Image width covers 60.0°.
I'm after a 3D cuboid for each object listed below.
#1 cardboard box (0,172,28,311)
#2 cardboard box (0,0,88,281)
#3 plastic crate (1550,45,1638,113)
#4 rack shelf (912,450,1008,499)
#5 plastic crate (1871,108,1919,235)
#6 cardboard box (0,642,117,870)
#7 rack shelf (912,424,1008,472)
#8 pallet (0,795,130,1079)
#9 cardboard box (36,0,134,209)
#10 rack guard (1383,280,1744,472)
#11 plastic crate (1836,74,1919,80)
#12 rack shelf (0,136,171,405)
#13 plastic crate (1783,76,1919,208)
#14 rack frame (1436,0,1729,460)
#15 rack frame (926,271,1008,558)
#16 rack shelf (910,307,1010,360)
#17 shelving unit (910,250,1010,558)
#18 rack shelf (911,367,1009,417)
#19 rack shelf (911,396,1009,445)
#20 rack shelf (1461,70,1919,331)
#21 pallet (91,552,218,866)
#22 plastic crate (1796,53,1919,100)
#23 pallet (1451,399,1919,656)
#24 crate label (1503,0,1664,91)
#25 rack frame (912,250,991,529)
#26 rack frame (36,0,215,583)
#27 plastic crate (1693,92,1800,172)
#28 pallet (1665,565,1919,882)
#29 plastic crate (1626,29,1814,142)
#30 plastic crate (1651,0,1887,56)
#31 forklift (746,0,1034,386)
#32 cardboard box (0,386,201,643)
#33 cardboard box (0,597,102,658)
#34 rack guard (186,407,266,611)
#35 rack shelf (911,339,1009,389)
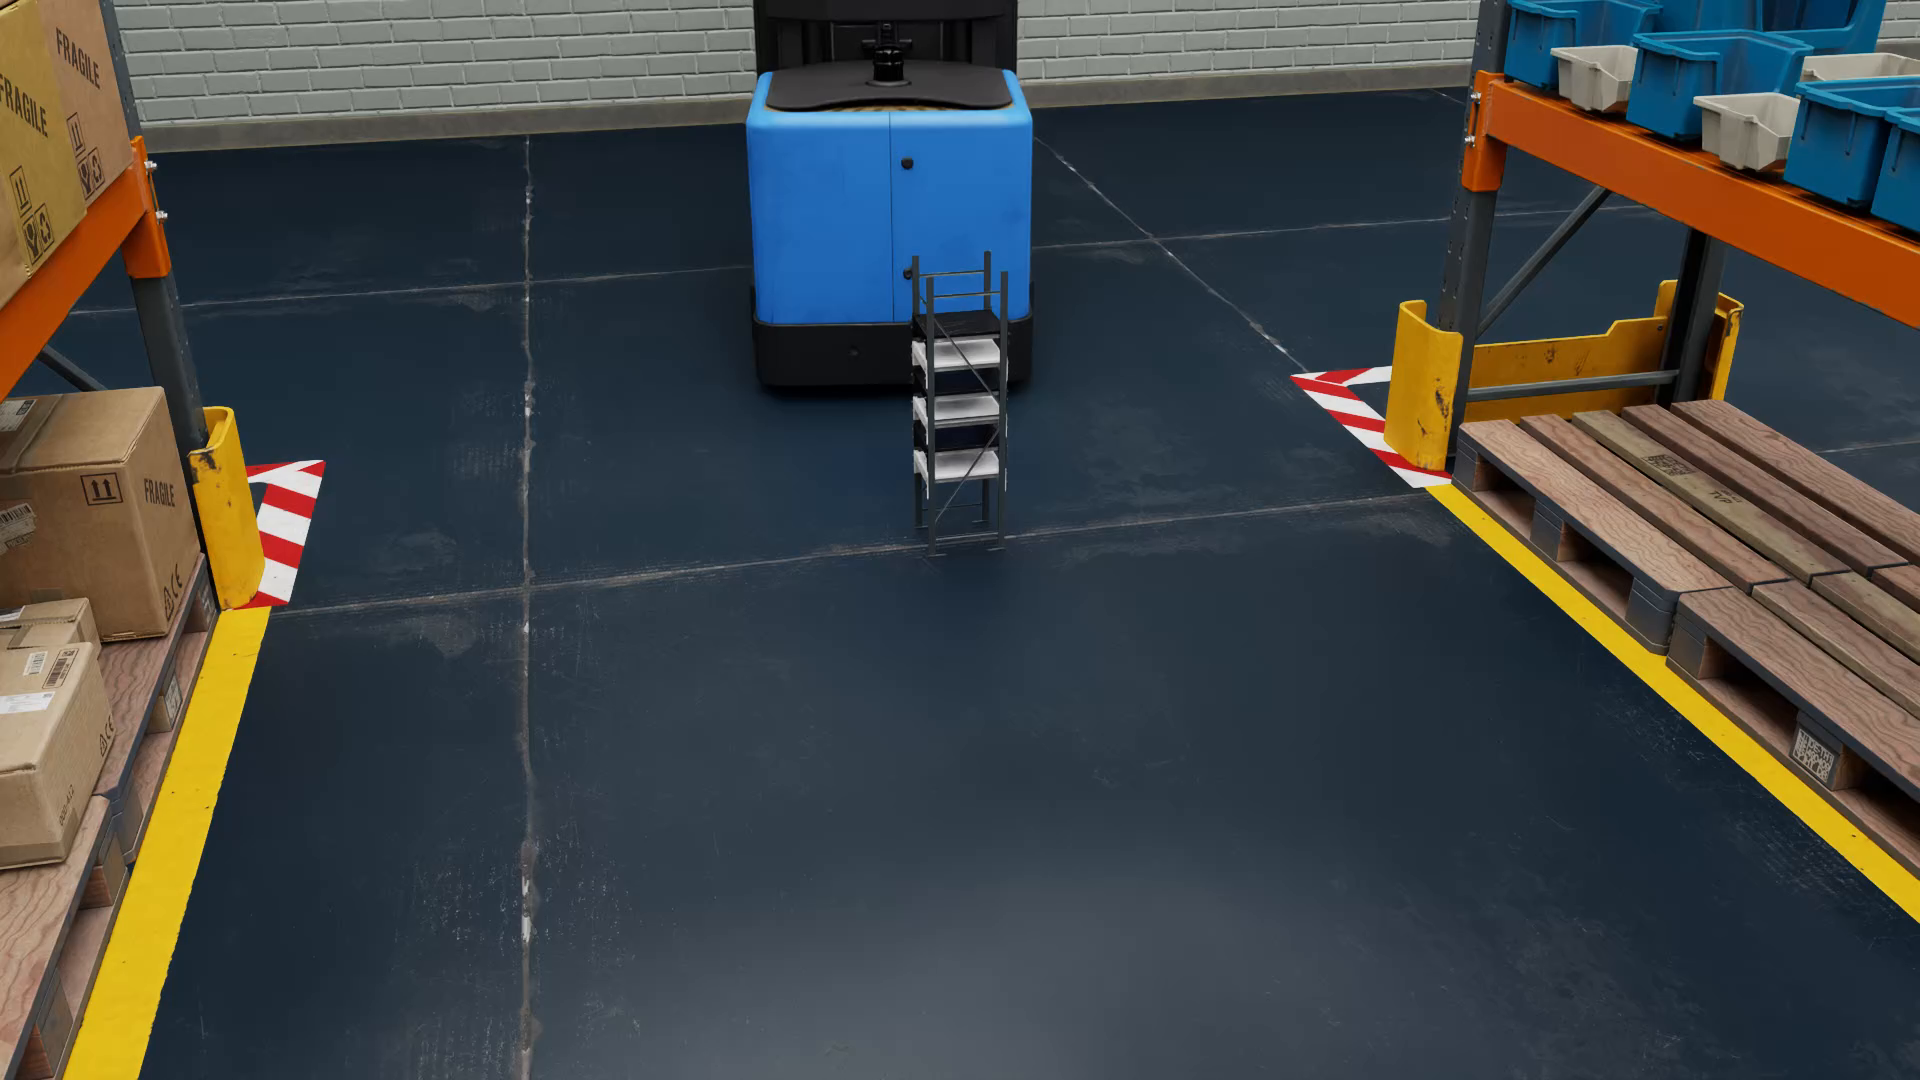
[{"bbox_3d":[-2.102,-0.621,3.041,0.500,0.500,0.500,-6,27,-11],"label":"cardboard box"},{"bbox_3d":[-2.209,-0.841,3.476,0.500,0.500,0.500,-6,27,-11],"label":"cardboard box"},{"bbox_3d":[1.858,-1.312,4.746,0.250,0.136,0.298,-6,27,-12],"label":"plastic crate"},{"bbox_3d":[-0.002,-0.215,5.150,0.258,0.077,0.200,-6,27,-12],"label":"rack shelf"},{"bbox_3d":[2.231,-0.794,3.614,0.416,0.233,0.300,-6,27,-12],"label":"plastic crate"},{"bbox_3d":[-2.148,0.472,3.548,0.500,0.250,0.500,-6,27,-12],"label":"cardboard box"},{"bbox_3d":[-0.002,-0.295,5.110,0.258,0.077,0.200,-6,27,-12],"label":"rack shelf"},{"bbox_3d":[-2.226,0.970,3.094,1.003,0.211,1.213,-6,27,-12],"label":"pallet"},{"bbox_3d":[-2.329,-1.068,3.926,0.500,0.500,0.500,-5,27,-10],"label":"cardboard box"},{"bbox_3d":[2.113,-0.587,5.858,1.175,0.500,0.348,-6,27,-12],"label":"rack guard"},{"bbox_3d":[2.543,-1.134,4.395,0.396,0.136,0.243,-6,27,-12],"label":"plastic crate"},{"bbox_3d":[-2.245,0.007,2.706,1.077,0.370,4.000,-6,27,-12],"label":"rack shelf"},{"bbox_3d":[2.163,-0.926,3.875,0.416,0.233,0.300,-6,27,-12],"label":"plastic crate"},{"bbox_3d":[2.132,-1.694,5.277,1.000,3.000,0.127,-6,27,-12],"label":"rack frame"},{"bbox_3d":[0.021,-0.361,4.966,0.240,0.900,0.006,-6,27,-12],"label":"rack frame"},{"bbox_3d":[-0.002,-0.617,4.948,0.258,0.077,0.200,-6,27,-12],"label":"rack shelf"},{"bbox_3d":[-0.002,-0.405,5.054,0.258,0.900,0.210,-6,27,-12],"label":"shelving unit"},{"bbox_3d":[-0.002,-0.456,5.029,0.258,0.077,0.200,-6,27,-12],"label":"rack shelf"},{"bbox_3d":[-0.002,-0.376,5.069,0.258,0.077,0.200,-6,27,-12],"label":"rack shelf"},{"bbox_3d":[2.582,-0.495,3.699,1.077,0.370,4.000,-6,27,-12],"label":"rack shelf"},{"bbox_3d":[-2.498,0.436,4.153,1.003,0.211,1.213,-6,27,-12],"label":"pallet"},{"bbox_3d":[2.492,-1.263,4.650,0.396,0.136,0.243,-6,27,-12],"label":"plastic crate"},{"bbox_3d":[2.280,-0.083,5.180,1.003,0.211,1.213,-6,27,-12],"label":"pallet"},{"bbox_3d":[1.866,-1.504,5.020,0.416,0.233,0.303,-6,27,-12],"label":"crate label"},{"bbox_3d":[-0.025,-0.450,5.143,0.240,0.900,0.006,-6,27,-12],"label":"rack frame"},{"bbox_3d":[-2.695,-1.192,4.283,1.000,3.000,0.127,-6,27,-12],"label":"rack frame"},{"bbox_3d":[2.011,-1.014,4.156,0.250,0.136,0.298,-6,27,-12],"label":"plastic crate"},{"bbox_3d":[2.551,0.452,4.121,1.003,0.211,1.213,-6,27,-12],"label":"pallet"},{"bbox_3d":[2.015,-1.215,4.447,0.416,0.233,0.300,-6,27,-12],"label":"plastic crate"},{"bbox_3d":[2.389,-1.608,5.002,0.616,0.435,0.499,-6,27,-12],"label":"plastic crate"},{"bbox_3d":[-0.318,-2.511,6.973,1.130,2.935,3.031,-1,27,-3],"label":"forklift"},{"bbox_3d":[-2.333,-0.059,4.324,0.500,0.500,0.500,-6,27,-12],"label":"cardboard box"},{"bbox_3d":[-2.329,0.277,4.029,0.380,0.166,0.250,-6,27,-12],"label":"cardboard box"},{"bbox_3d":[-2.678,-0.043,4.781,1.175,0.500,0.348,-6,27,-12],"label":"rack guard"},{"bbox_3d":[-0.002,-0.536,4.988,0.258,0.077,0.200,-6,27,-12],"label":"rack shelf"}]
